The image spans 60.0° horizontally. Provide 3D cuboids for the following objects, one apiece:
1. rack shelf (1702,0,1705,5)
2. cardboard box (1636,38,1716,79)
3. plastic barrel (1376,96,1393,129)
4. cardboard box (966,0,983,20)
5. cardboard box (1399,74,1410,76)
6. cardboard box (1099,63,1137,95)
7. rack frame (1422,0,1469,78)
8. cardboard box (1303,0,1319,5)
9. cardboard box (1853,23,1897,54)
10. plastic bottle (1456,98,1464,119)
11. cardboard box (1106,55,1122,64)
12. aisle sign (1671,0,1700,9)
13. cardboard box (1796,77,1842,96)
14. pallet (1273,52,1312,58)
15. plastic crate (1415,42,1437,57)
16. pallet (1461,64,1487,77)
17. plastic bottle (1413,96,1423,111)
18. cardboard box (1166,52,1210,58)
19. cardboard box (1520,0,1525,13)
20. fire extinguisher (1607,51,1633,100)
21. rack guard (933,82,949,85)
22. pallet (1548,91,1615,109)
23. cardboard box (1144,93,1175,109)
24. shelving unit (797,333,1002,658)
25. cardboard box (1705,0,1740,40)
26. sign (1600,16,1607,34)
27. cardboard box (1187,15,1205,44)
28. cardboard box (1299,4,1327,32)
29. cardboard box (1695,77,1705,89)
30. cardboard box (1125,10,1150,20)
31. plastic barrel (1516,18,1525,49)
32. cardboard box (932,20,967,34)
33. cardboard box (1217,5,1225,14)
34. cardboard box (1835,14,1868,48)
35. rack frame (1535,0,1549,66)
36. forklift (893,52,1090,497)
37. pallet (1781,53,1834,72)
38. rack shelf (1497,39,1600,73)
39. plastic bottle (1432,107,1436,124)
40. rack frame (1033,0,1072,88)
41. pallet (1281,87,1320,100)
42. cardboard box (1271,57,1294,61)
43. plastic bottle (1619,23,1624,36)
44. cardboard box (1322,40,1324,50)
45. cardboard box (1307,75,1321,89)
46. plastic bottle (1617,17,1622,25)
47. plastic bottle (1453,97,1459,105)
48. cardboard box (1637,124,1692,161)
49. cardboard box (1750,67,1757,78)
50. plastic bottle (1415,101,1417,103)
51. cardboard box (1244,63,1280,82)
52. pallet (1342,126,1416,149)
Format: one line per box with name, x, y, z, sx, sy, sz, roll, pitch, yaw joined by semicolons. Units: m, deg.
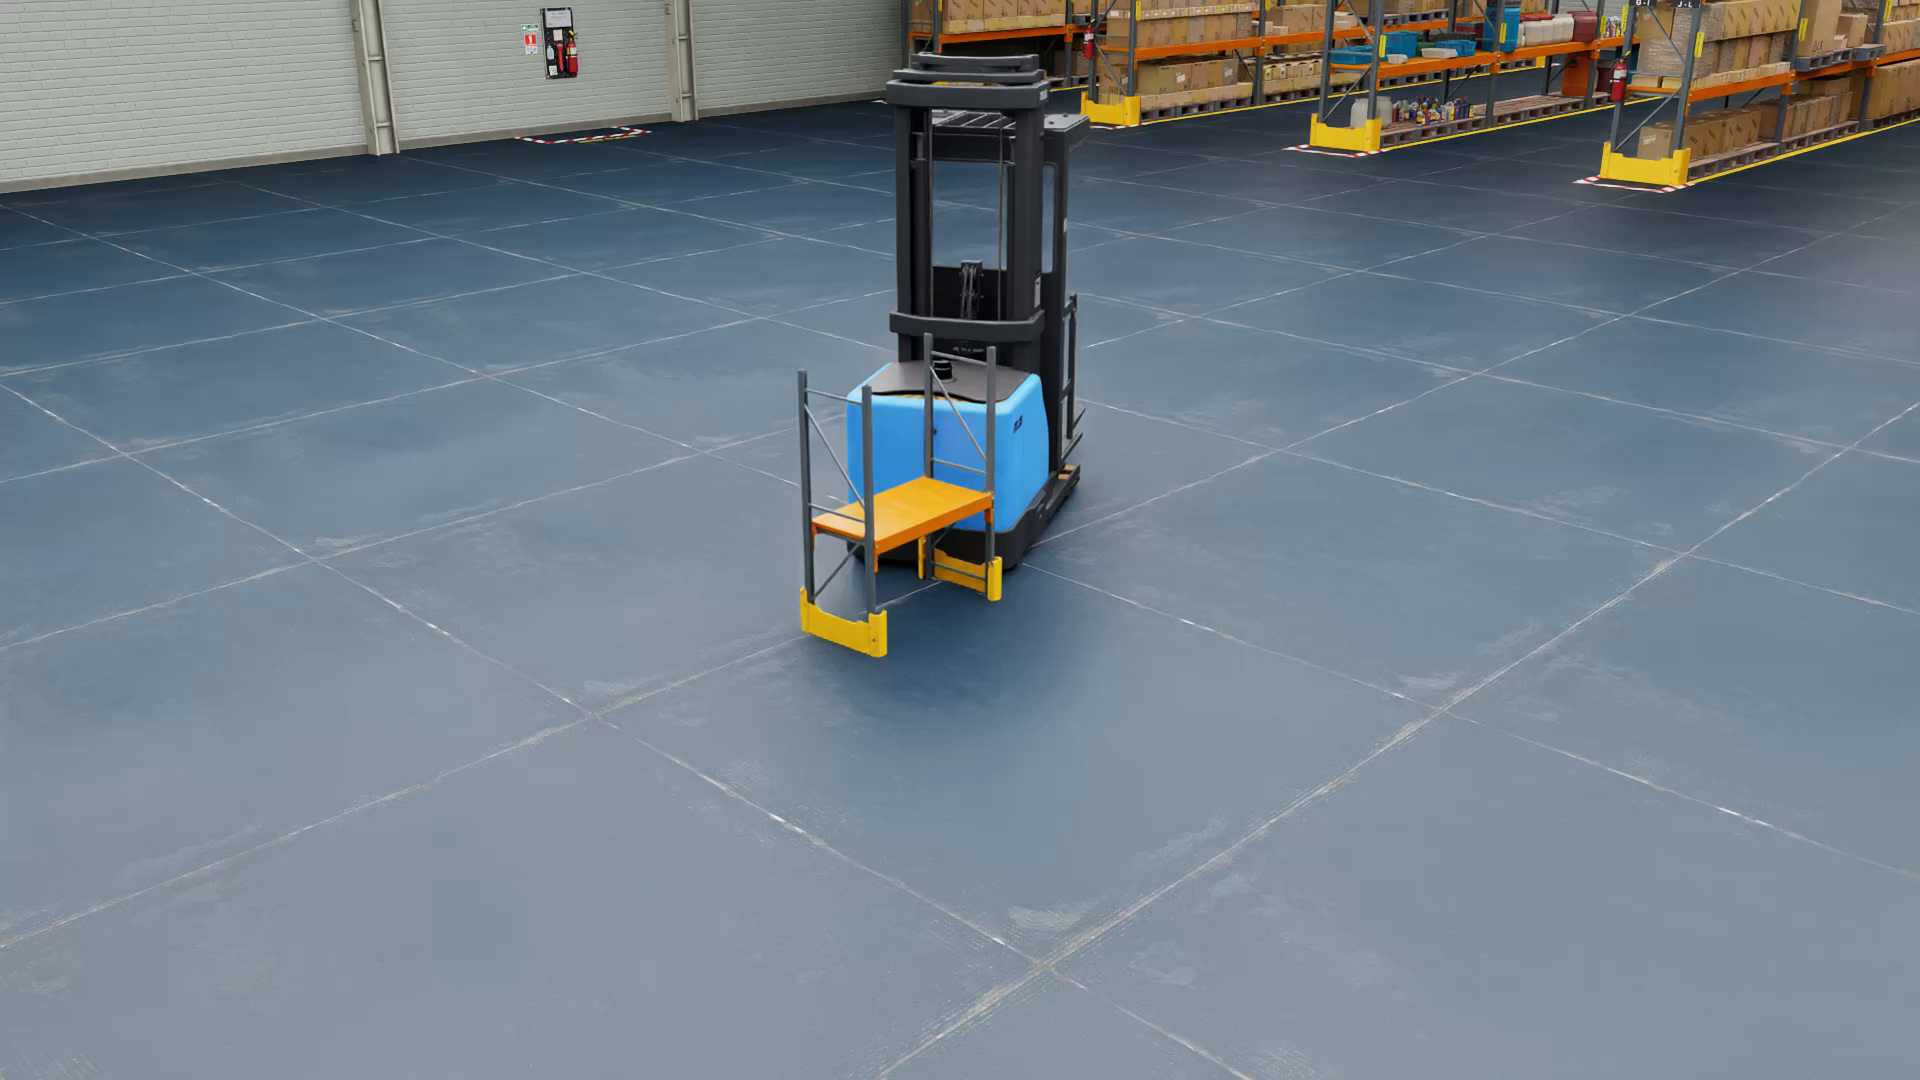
rack shelf;11.258;-8.185;24.510;1.077;0.370;4.000;19;28;41
cardboard box;10.266;-6.926;23.860;0.875;0.500;0.500;19;28;41
plastic barrel;7.068;-7.198;28.003;0.421;0.512;0.421;0;21;0
cardboard box;0.116;-10.787;33.594;0.500;0.500;0.500;19;28;41
cardboard box;9.586;-10.491;36.558;0.500;0.500;0.500;19;28;40
cardboard box;2.929;-8.561;30.870;0.500;0.500;0.500;19;28;41
rack frame;11.139;-12.171;38.060;1.000;3.000;0.127;19;28;41
cardboard box;8.490;-13.872;42.066;0.980;0.700;0.700;18;28;39
cardboard box;15.978;-8.766;29.061;0.500;0.500;0.500;-19;28;-40
plastic bottle;8.728;-7.556;29.131;0.144;0.351;0.185;18;27;38
cardboard box;3.217;-10.852;37.498;0.700;0.500;0.500;20;28;41
aisle sign;10.034;-7.729;22.878;0.394;0.787;0.004;19;28;41
cardboard box;14.635;-7.733;28.338;0.500;0.250;0.500;-16;26;-36
pallet;8.174;-12.284;42.241;1.003;0.211;1.213;19;28;41
plastic crate;7.955;-8.497;28.796;0.450;0.188;0.662;19;28;41
pallet;11.619;-11.046;39.019;1.003;0.211;1.213;19;28;41
plastic bottle;8.112;-7.691;29.482;0.144;0.351;0.185;18;27;38
cardboard box;5.982;-12.503;39.664;0.772;1.949;2.408;19;28;40
cardboard box;13.101;-12.802;39.561;0.500;0.500;0.500;20;28;41
fire extinguisher;9.453;-6.656;23.819;0.296;0.674;0.183;19;28;41
rack guard;-0.731;-9.178;33.757;1.175;0.500;0.348;19;28;41
pallet;12.415;-8.814;33.211;1.003;0.211;1.213;19;28;41
cardboard box;3.647;-8.211;31.003;0.500;0.250;0.500;19;28;41
shelving unit;-0.321;-0.279;9.210;0.587;1.500;1.083;16;26;36
cardboard box;10.796;-7.458;23.851;0.500;0.500;0.500;19;28;41
sign;12.294;-9.843;31.774;0.100;0.325;0.005;19;28;41
cardboard box;4.181;-9.649;31.357;0.500;0.500;0.700;-19;28;-40
cardboard box;7.190;-10.754;34.234;0.500;0.500;0.500;17;27;38
cardboard box;10.421;-6.562;23.816;0.380;0.149;0.250;19;28;41
cardboard box;3.196;-9.483;30.022;0.380;0.149;0.250;19;28;40
plastic barrel;9.929;-9.129;29.954;0.433;0.535;0.433;0;21;0
cardboard box;-0.216;-10.311;33.400;0.500;0.250;0.500;18;28;39
cardboard box;4.811;-10.080;31.575;0.380;0.149;0.250;19;28;40
cardboard box;14.778;-8.588;28.013;0.500;0.500;0.700;-15;26;-34
rack frame;13.929;-13.199;40.735;1.000;3.000;0.127;19;28;41
forklift;0.208;-1.685;10.872;1.121;2.935;3.031;6;22;15
pallet;13.291;-7.705;26.707;1.003;0.211;1.213;19;28;41
rack shelf;10.500;-9.052;30.948;1.077;0.370;4.000;19;28;41
plastic bottle;8.111;-7.280;28.523;0.097;0.271;0.097;0;21;0
rack frame;2.006;-11.354;35.933;1.000;3.000;0.127;19;28;41
pallet;6.895;-9.327;34.548;1.003;0.211;1.213;19;28;41
cardboard box;6.697;-9.856;34.502;0.500;0.311;0.500;19;28;40
plastic bottle;13.038;-10.079;32.780;0.061;0.283;0.133;19;28;41
cardboard box;9.261;-13.004;43.126;0.700;0.500;0.500;18;27;39
cardboard box;7.089;-9.464;34.265;0.500;0.250;0.500;-20;28;-41
plastic bottle;13.552;-10.573;34.074;0.152;0.276;0.135;19;28;41
plastic bottle;8.758;-7.641;29.353;0.144;0.351;0.185;19;28;41
cardboard box;10.310;-5.792;24.361;0.500;0.500;0.500;-14;25;-32
cardboard box;11.806;-7.079;25.163;0.380;0.149;0.250;19;28;41
plastic bottle;8.037;-7.607;29.374;0.097;0.271;0.097;0;21;0
cardboard box;6.025;-9.333;33.141;0.500;0.311;0.500;19;28;41
pallet;6.904;-6.783;27.928;1.003;0.211;1.213;19;28;41
